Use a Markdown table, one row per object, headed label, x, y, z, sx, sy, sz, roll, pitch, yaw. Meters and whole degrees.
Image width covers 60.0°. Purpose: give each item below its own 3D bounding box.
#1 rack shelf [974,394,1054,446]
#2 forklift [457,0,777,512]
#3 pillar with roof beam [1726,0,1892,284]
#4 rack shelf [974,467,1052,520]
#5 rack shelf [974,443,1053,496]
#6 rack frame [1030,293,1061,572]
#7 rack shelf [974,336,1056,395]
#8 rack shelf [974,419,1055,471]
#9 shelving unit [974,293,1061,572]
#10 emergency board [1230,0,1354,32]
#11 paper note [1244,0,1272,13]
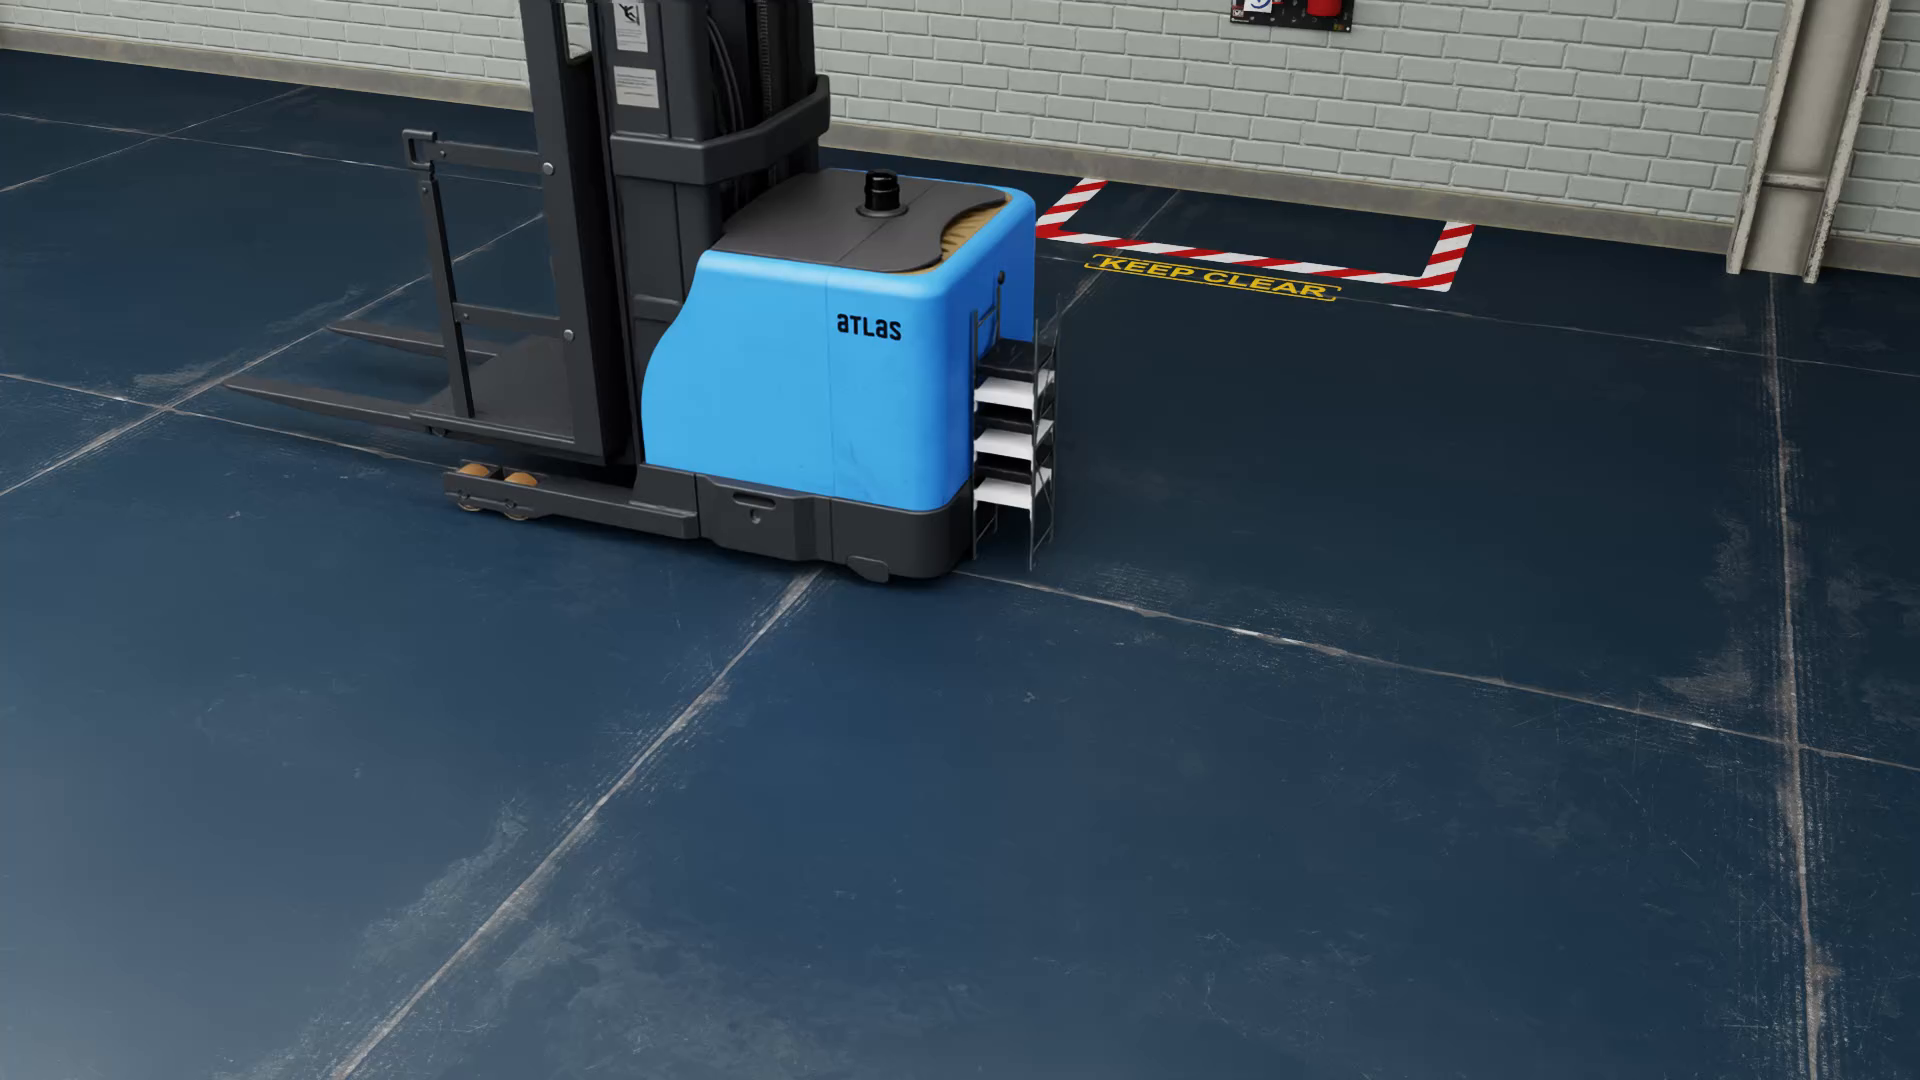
| label | x | y | z | sx | sy | sz | roll | pitch | yaw |
| --- | --- | --- | --- | --- | --- | --- | --- | --- | --- |
| rack shelf | 0.183 | -0.407 | 5.441 | 0.200 | 0.077 | 0.258 | 10 | 31 | 18 |
| forklift | -1.296 | -1.577 | 5.562 | 3.031 | 2.935 | 1.121 | 10 | 31 | 18 |
| pillar with roof beam | 2.328 | -3.280 | 2.408 | 0.400 | 9.000 | 9.100 | 11 | 31 | 19 |
| rack shelf | -7.380 | -3.098 | 10.952 | 18.649 | 0.275 | 6.446 | 10 | 31 | 18 |
| rack shelf | 0.183 | -0.251 | 5.530 | 0.200 | 0.077 | 0.258 | 10 | 31 | 18 |
| rack frame | 0.278 | -0.341 | 5.438 | 0.006 | 0.900 | 0.240 | 10 | 31 | 18 |
| rack shelf | 0.183 | -0.564 | 5.352 | 0.200 | 0.077 | 0.258 | 10 | 31 | 18 |
| rack shelf | 0.183 | -0.329 | 5.485 | 0.200 | 0.077 | 0.258 | 10 | 31 | 18 |
| shelving unit | -7.378 | -3.370 | 10.798 | 18.654 | 0.900 | 6.446 | 10 | 31 | 18 |
| emergency board | 1.671 | -3.106 | 8.197 | 0.643 | 1.169 | 0.194 | 11 | 31 | 19 |
| paper note | 1.533 | -2.787 | 8.527 | 0.142 | 0.148 | 0.016 | 11 | 31 | 19 |
